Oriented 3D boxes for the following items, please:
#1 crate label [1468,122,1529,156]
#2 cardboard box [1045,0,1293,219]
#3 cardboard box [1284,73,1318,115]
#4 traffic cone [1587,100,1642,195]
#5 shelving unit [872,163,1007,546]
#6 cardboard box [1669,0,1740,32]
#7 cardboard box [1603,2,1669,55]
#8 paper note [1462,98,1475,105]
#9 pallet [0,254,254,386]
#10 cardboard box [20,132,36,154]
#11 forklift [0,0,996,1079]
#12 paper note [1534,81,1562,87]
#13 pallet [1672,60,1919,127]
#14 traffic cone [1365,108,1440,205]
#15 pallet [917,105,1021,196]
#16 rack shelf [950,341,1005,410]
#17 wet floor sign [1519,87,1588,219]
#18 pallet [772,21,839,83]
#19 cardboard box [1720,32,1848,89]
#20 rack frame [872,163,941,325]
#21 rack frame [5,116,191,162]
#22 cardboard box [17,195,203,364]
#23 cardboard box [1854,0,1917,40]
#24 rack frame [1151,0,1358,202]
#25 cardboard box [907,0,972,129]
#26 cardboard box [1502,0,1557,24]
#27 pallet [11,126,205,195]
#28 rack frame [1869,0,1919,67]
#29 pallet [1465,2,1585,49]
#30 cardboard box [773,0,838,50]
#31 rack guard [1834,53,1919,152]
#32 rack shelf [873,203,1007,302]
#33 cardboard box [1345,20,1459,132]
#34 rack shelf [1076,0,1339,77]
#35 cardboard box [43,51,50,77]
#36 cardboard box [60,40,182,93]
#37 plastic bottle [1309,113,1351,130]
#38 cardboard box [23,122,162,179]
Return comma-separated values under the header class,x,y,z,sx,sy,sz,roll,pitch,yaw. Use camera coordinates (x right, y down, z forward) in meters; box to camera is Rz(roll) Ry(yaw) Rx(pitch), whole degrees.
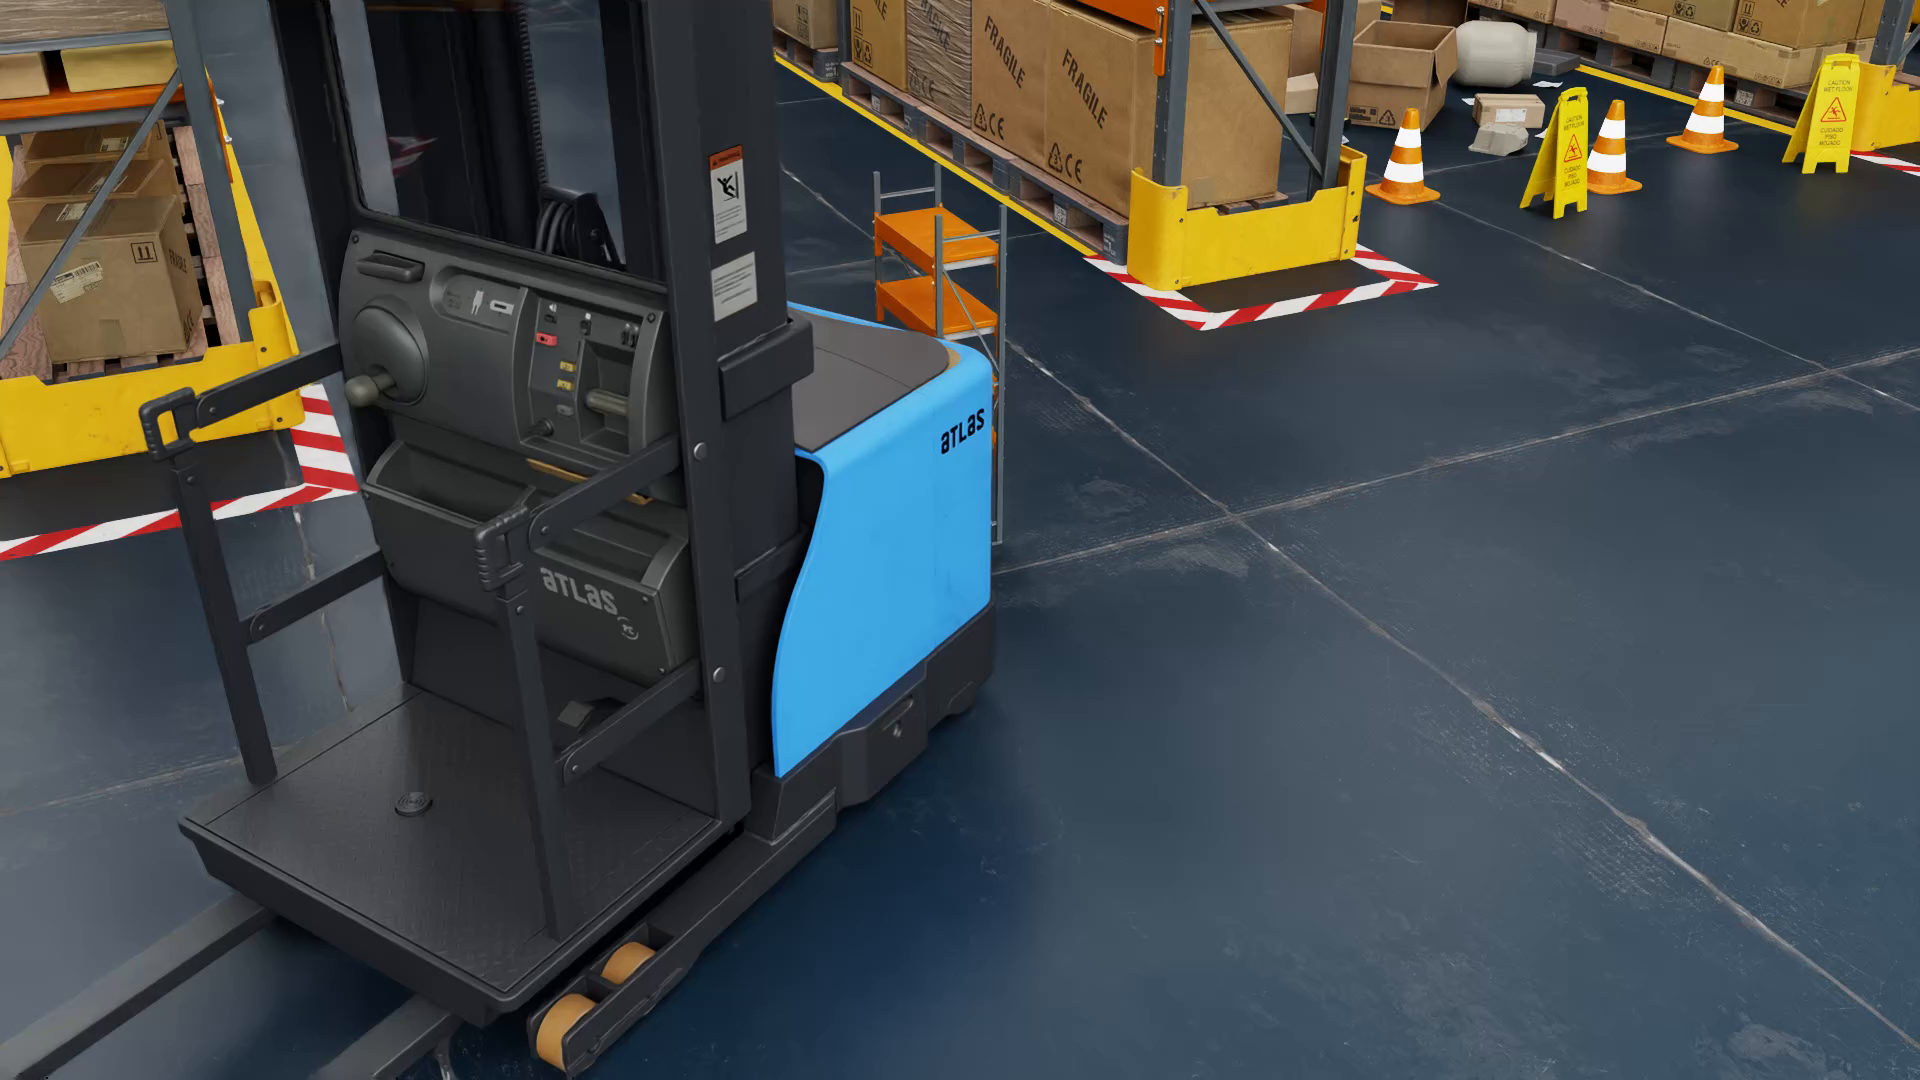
class,x,y,z,sx,sy,sz,roll,pitch,yaw
crate label,3.205,-2.386,9.864,0.298,0.136,0.250,19,34,30
cardboard box,1.027,-2.222,8.389,0.875,0.875,0.875,-13,32,-22
cardboard box,2.062,-2.882,10.618,0.396,0.266,0.258,-8,30,-13
traffic cone,3.599,-2.193,9.188,0.336,0.463,0.334,-13,32,-22
shelving unit,-0.071,-0.596,5.587,0.258,1.200,0.503,-13,32,-22
cardboard box,4.998,-3.604,10.725,0.500,0.500,0.500,-12,31,-20
cardboard box,4.770,-3.509,11.323,0.500,0.250,0.500,-14,32,-24
paper note,3.372,-2.870,10.849,0.148,0.019,0.142,-3,29,-5
pallet,-3.495,-0.867,7.080,1.003,0.211,1.213,-13,32,-22
cardboard box,-4.474,-2.107,8.566,0.500,0.500,0.500,-3,29,-6
forklift,-1.115,-0.371,3.415,1.130,2.935,3.031,17,34,28
paper note,3.960,-3.075,11.202,0.148,0.019,0.142,26,38,38
pallet,5.455,-2.948,10.791,1.003,0.211,1.213,-13,32,-22
traffic cone,2.432,-2.106,9.033,0.336,0.463,0.334,-13,32,-22
pallet,0.444,-2.339,9.705,1.003,0.211,1.213,-13,32,-22
rack shelf,-0.071,-0.538,5.620,0.258,0.148,0.480,-13,32,-22
wet floor sign,3.178,-2.056,8.757,0.267,0.644,0.232,-19,35,-30
pallet,-0.739,-3.556,11.875,1.003,0.211,1.213,-13,32,-22
cardboard box,5.205,-3.059,10.521,0.500,0.250,0.500,-13,32,-22
rack frame,-0.176,-0.704,5.779,0.240,1.200,0.015,-13,32,-22
rack frame,-4.863,-3.450,8.836,1.000,3.000,0.127,-13,32,-22
cardboard box,-3.398,-1.056,6.692,0.500,0.500,0.500,-7,30,-13
cardboard box,5.698,-3.500,10.540,0.500,0.500,0.500,-14,32,-24
rack frame,1.378,-2.680,7.463,1.000,3.000,0.127,-13,32,-22
cardboard box,0.258,-3.014,9.800,0.875,0.875,0.875,-13,32,-22
cardboard box,4.336,-3.964,12.134,0.500,0.250,0.500,-11,31,-19
pallet,-4.542,-1.945,9.002,1.003,0.211,1.213,-13,32,-22
rack frame,5.805,-3.764,9.396,1.000,3.000,0.127,-13,32,-22
pallet,4.408,-4.026,12.713,1.003,0.211,1.213,-13,32,-22
cardboard box,-0.687,-3.904,11.517,1.050,0.750,0.750,-13,32,-22
rack guard,5.772,-2.707,10.067,1.175,0.500,0.348,-13,32,-22
rack shelf,-0.071,-0.939,5.395,0.258,0.148,0.480,-13,32,-22
cardboard box,2.764,-2.920,10.442,0.637,0.503,0.797,13,32,21
rack shelf,0.519,-3.250,9.214,1.077,0.370,4.000,-13,32,-22
cardboard box,-3.561,-1.767,6.091,0.380,0.149,0.250,-13,32,-22
cardboard box,-3.053,-1.750,6.060,0.380,0.149,0.250,-13,32,-22
plastic bottle,2.271,-2.599,10.323,0.283,0.061,0.133,26,38,38
cardboard box,-3.938,-1.593,7.650,0.500,0.500,0.500,-10,31,-17
